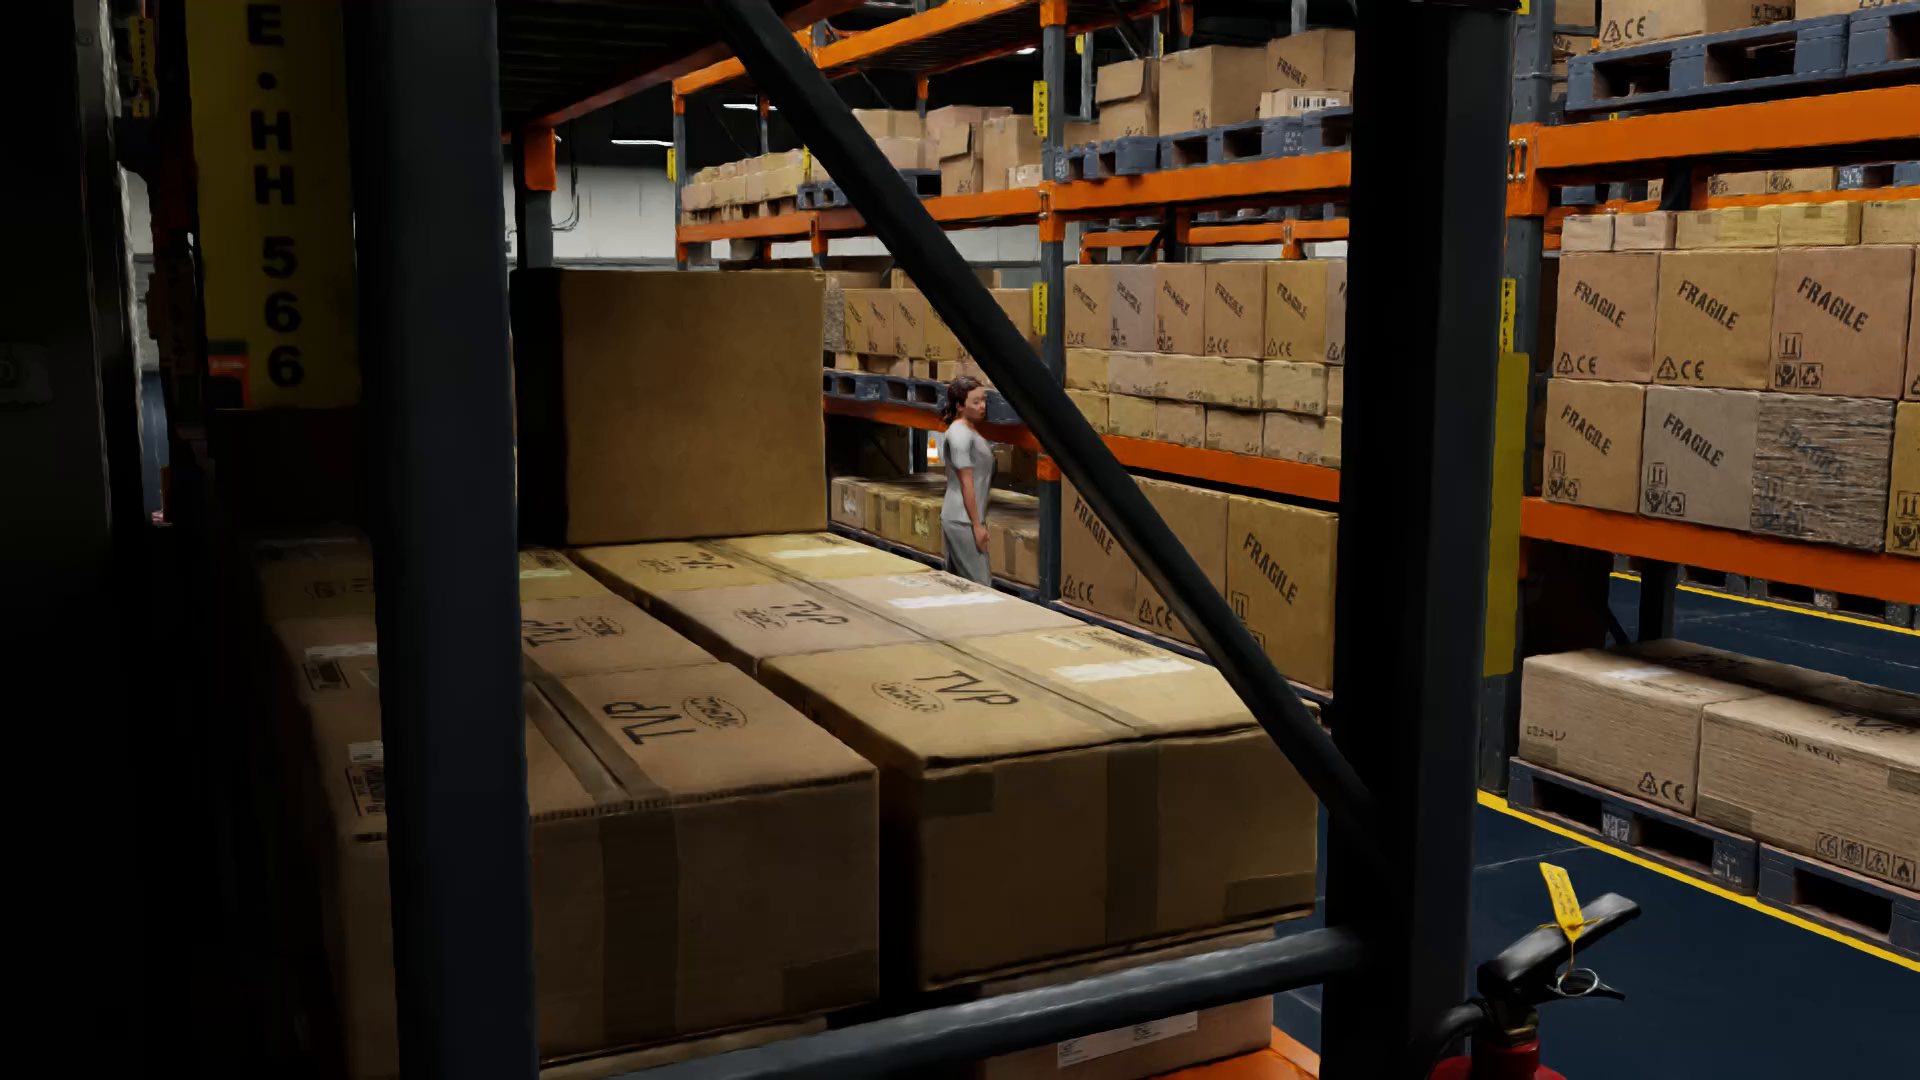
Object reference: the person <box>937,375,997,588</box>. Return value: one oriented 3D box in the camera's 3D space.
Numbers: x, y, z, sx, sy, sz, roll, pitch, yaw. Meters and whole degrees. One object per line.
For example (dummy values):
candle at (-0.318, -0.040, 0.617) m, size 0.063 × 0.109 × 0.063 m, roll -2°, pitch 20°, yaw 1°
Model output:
person at (0.095, -0.077, 9.216) m, size 0.482 × 1.675 × 0.471 m, roll 0°, pitch 9°, yaw 3°
